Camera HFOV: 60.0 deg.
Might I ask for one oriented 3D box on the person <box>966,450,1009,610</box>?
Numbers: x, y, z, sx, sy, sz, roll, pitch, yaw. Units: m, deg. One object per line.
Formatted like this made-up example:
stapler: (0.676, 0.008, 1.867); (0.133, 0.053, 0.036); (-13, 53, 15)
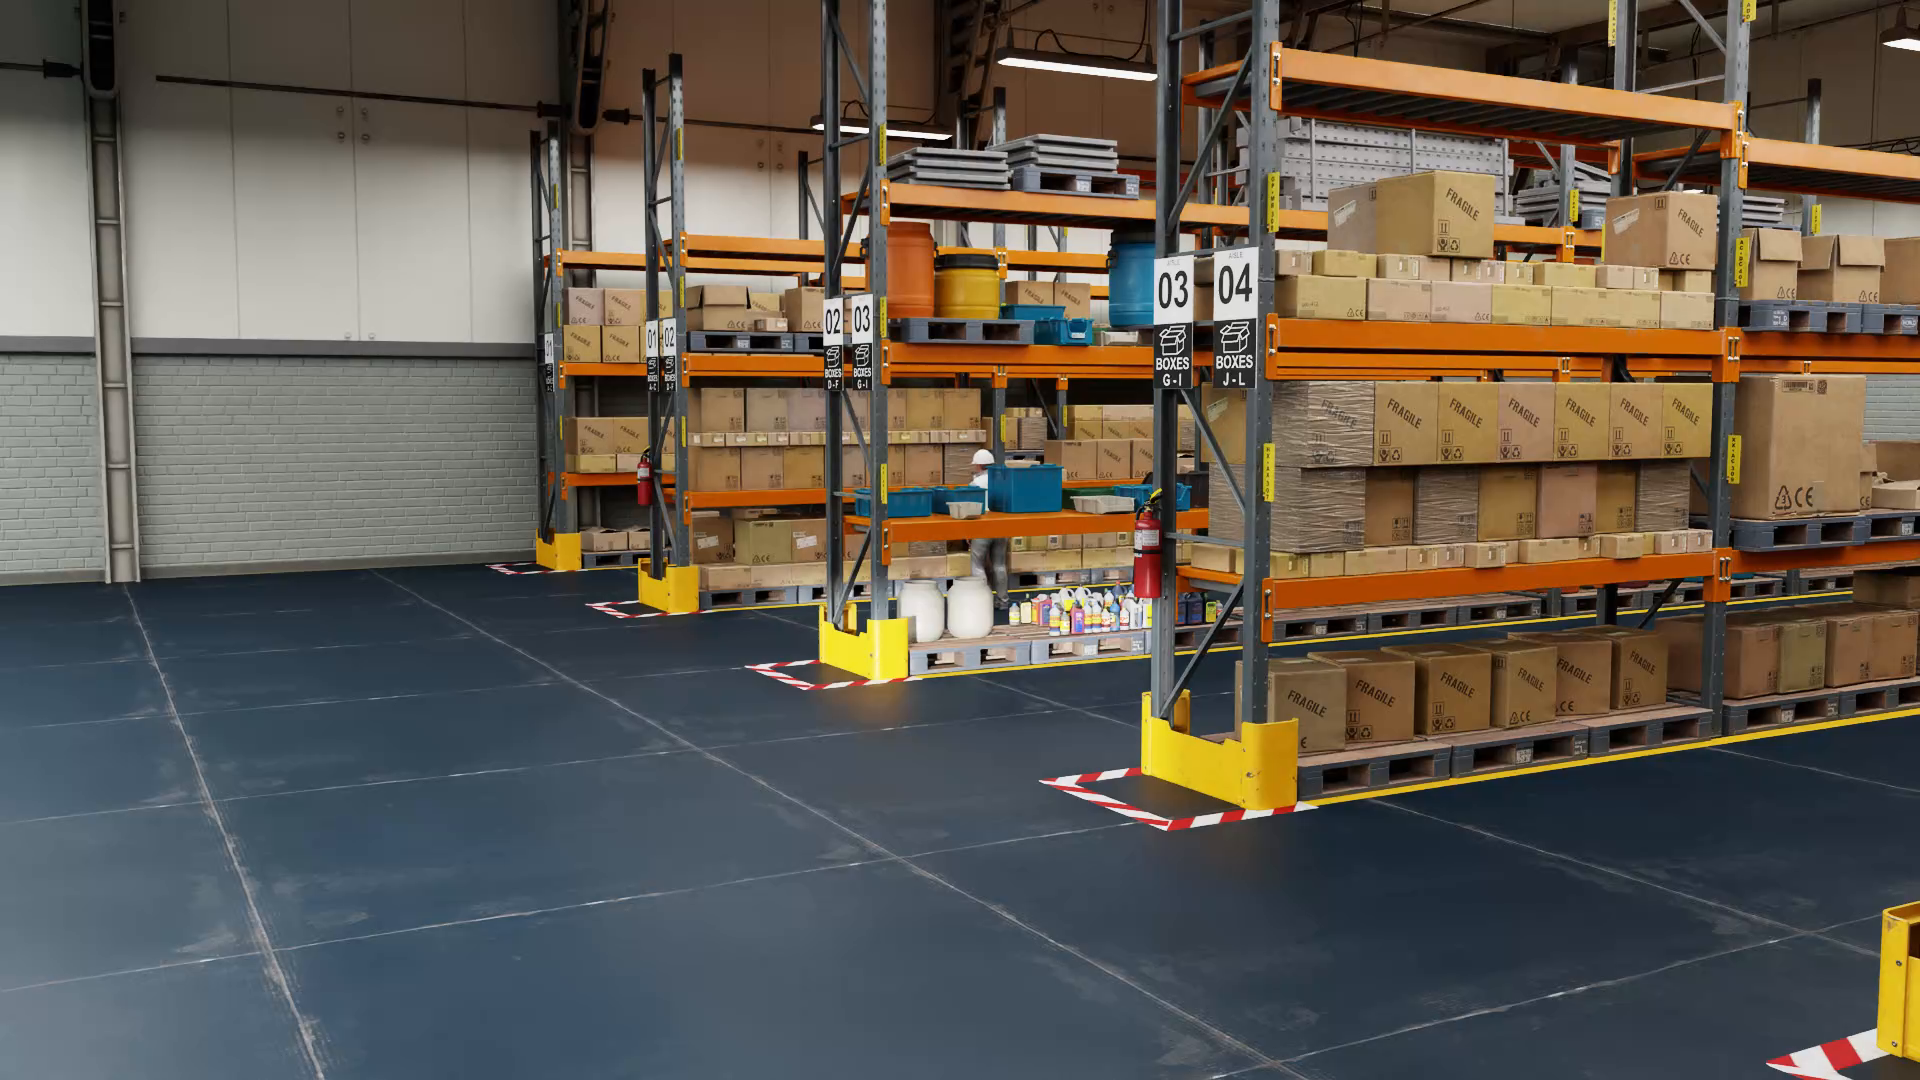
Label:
person: (0.308, -0.106, 18.333); (0.583, 1.767, 0.463); (-3, 6, -32)
